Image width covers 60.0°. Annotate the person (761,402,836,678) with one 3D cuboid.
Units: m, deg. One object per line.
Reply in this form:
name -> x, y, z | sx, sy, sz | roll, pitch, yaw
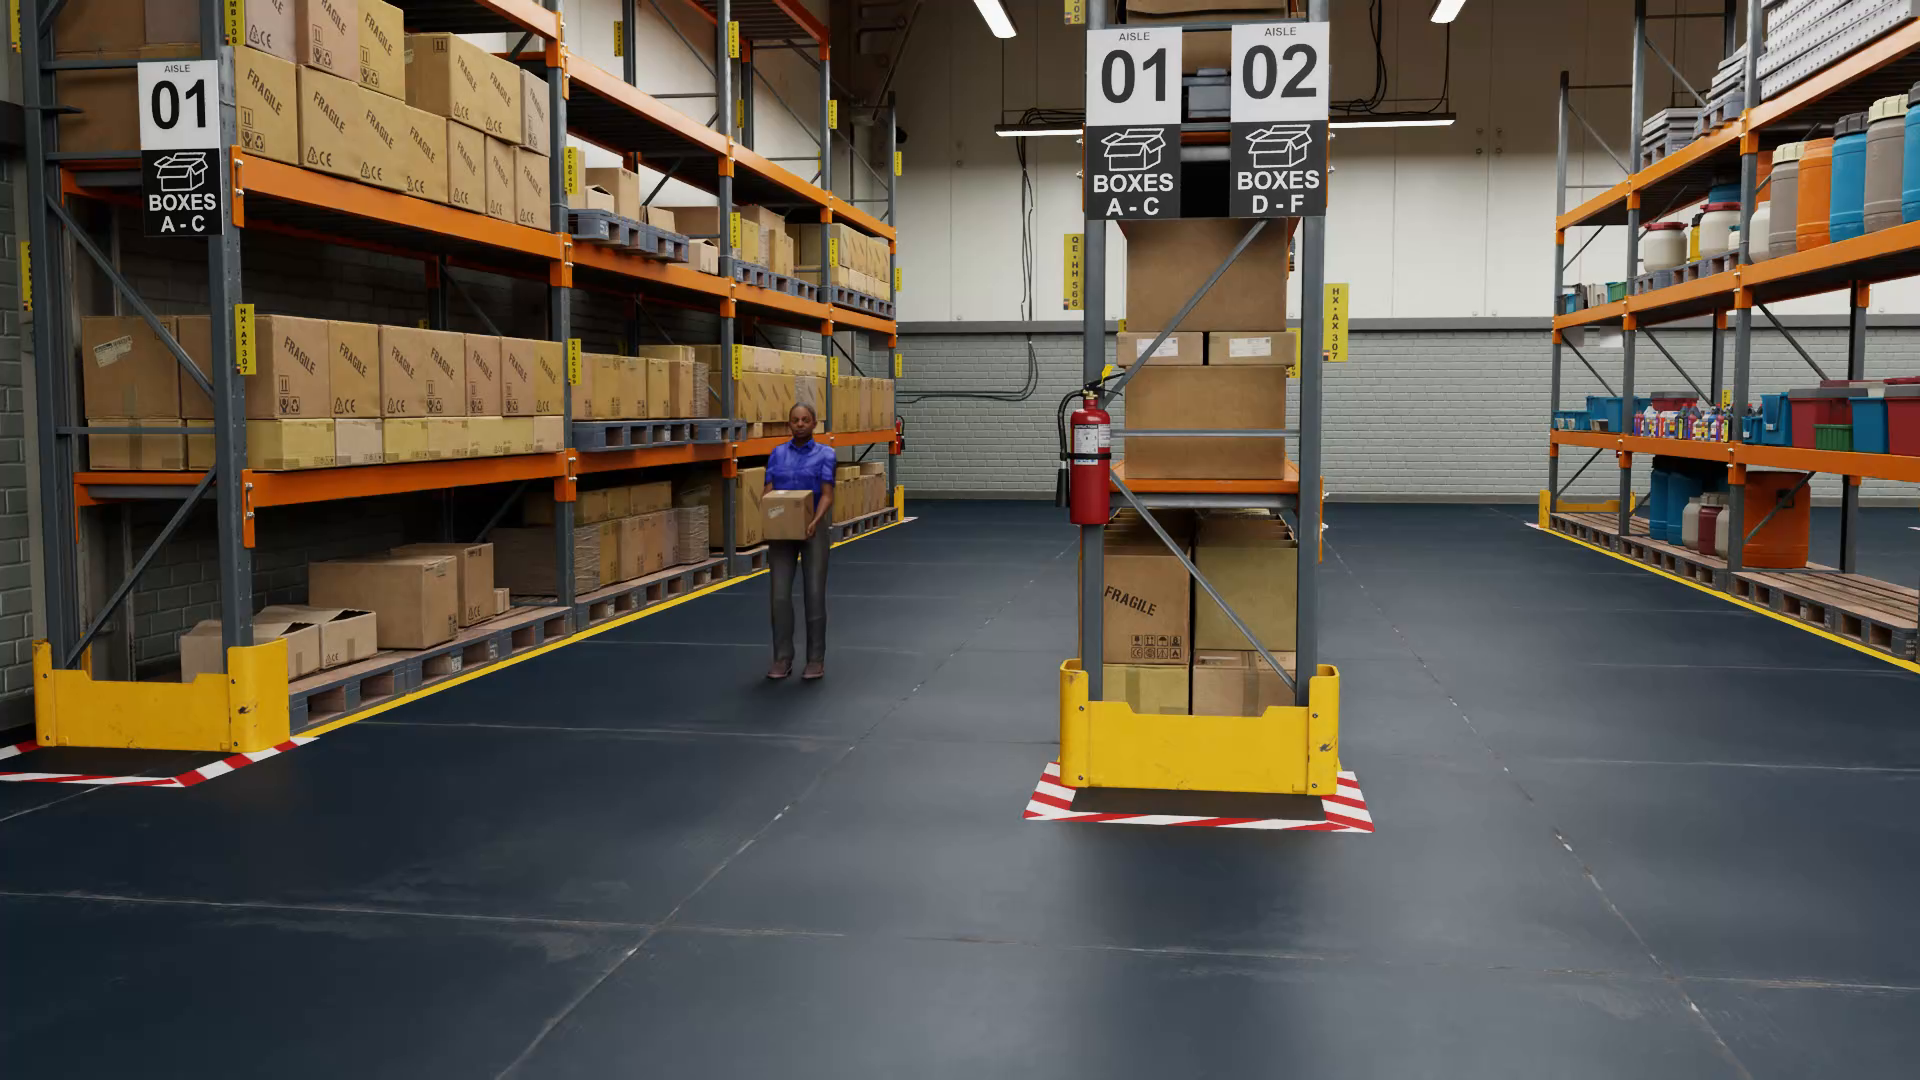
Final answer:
person -> -0.984, 0.000, 9.990 | 0.448, 1.656, 0.495 | 1, 5, 9
